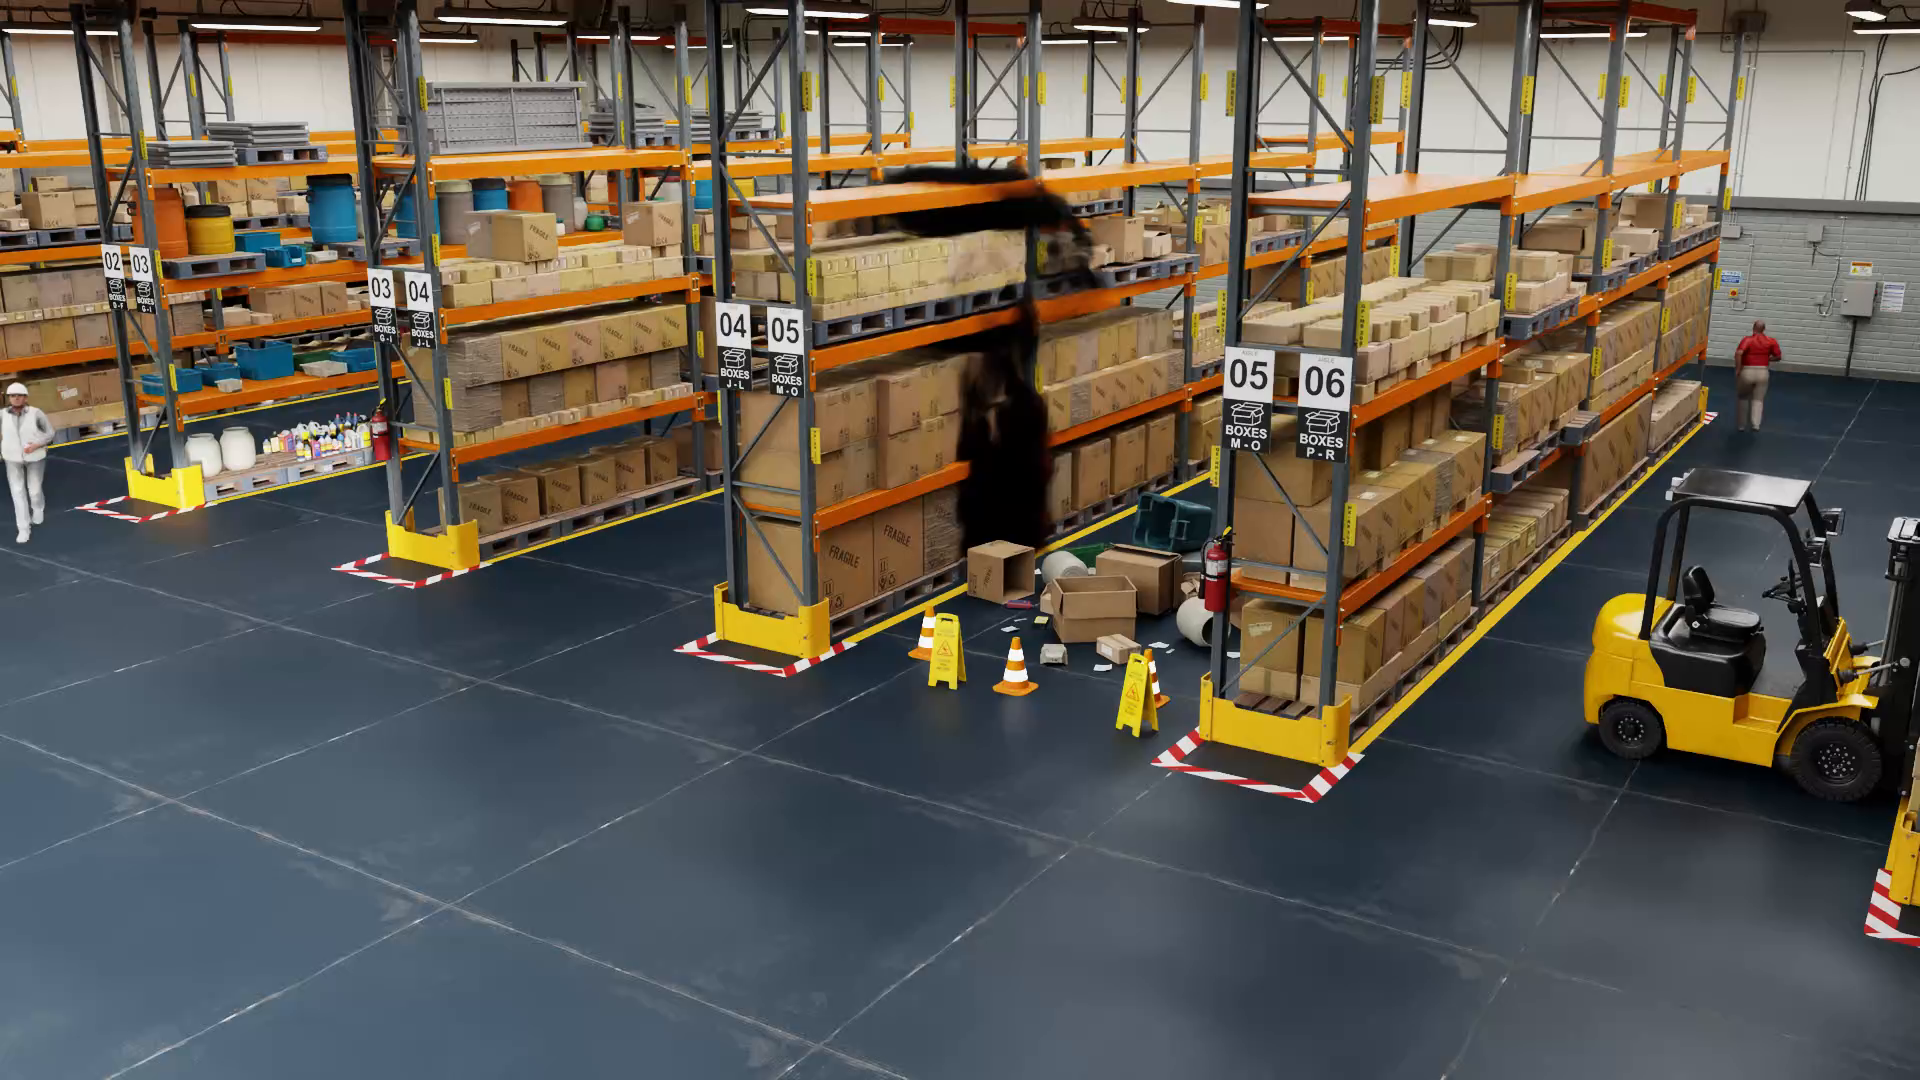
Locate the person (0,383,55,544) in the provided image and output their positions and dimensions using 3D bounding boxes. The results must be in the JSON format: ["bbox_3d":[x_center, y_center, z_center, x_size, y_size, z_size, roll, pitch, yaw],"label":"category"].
[{"bbox_3d":[-10.840,-0.937,19.306,0.672,1.802,0.911,-7,17,-23],"label":"person"}]

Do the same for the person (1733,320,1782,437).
[{"bbox_3d":[11.708,-2.365,24.507,0.654,1.750,0.905,6,16,19],"label":"person"}]
